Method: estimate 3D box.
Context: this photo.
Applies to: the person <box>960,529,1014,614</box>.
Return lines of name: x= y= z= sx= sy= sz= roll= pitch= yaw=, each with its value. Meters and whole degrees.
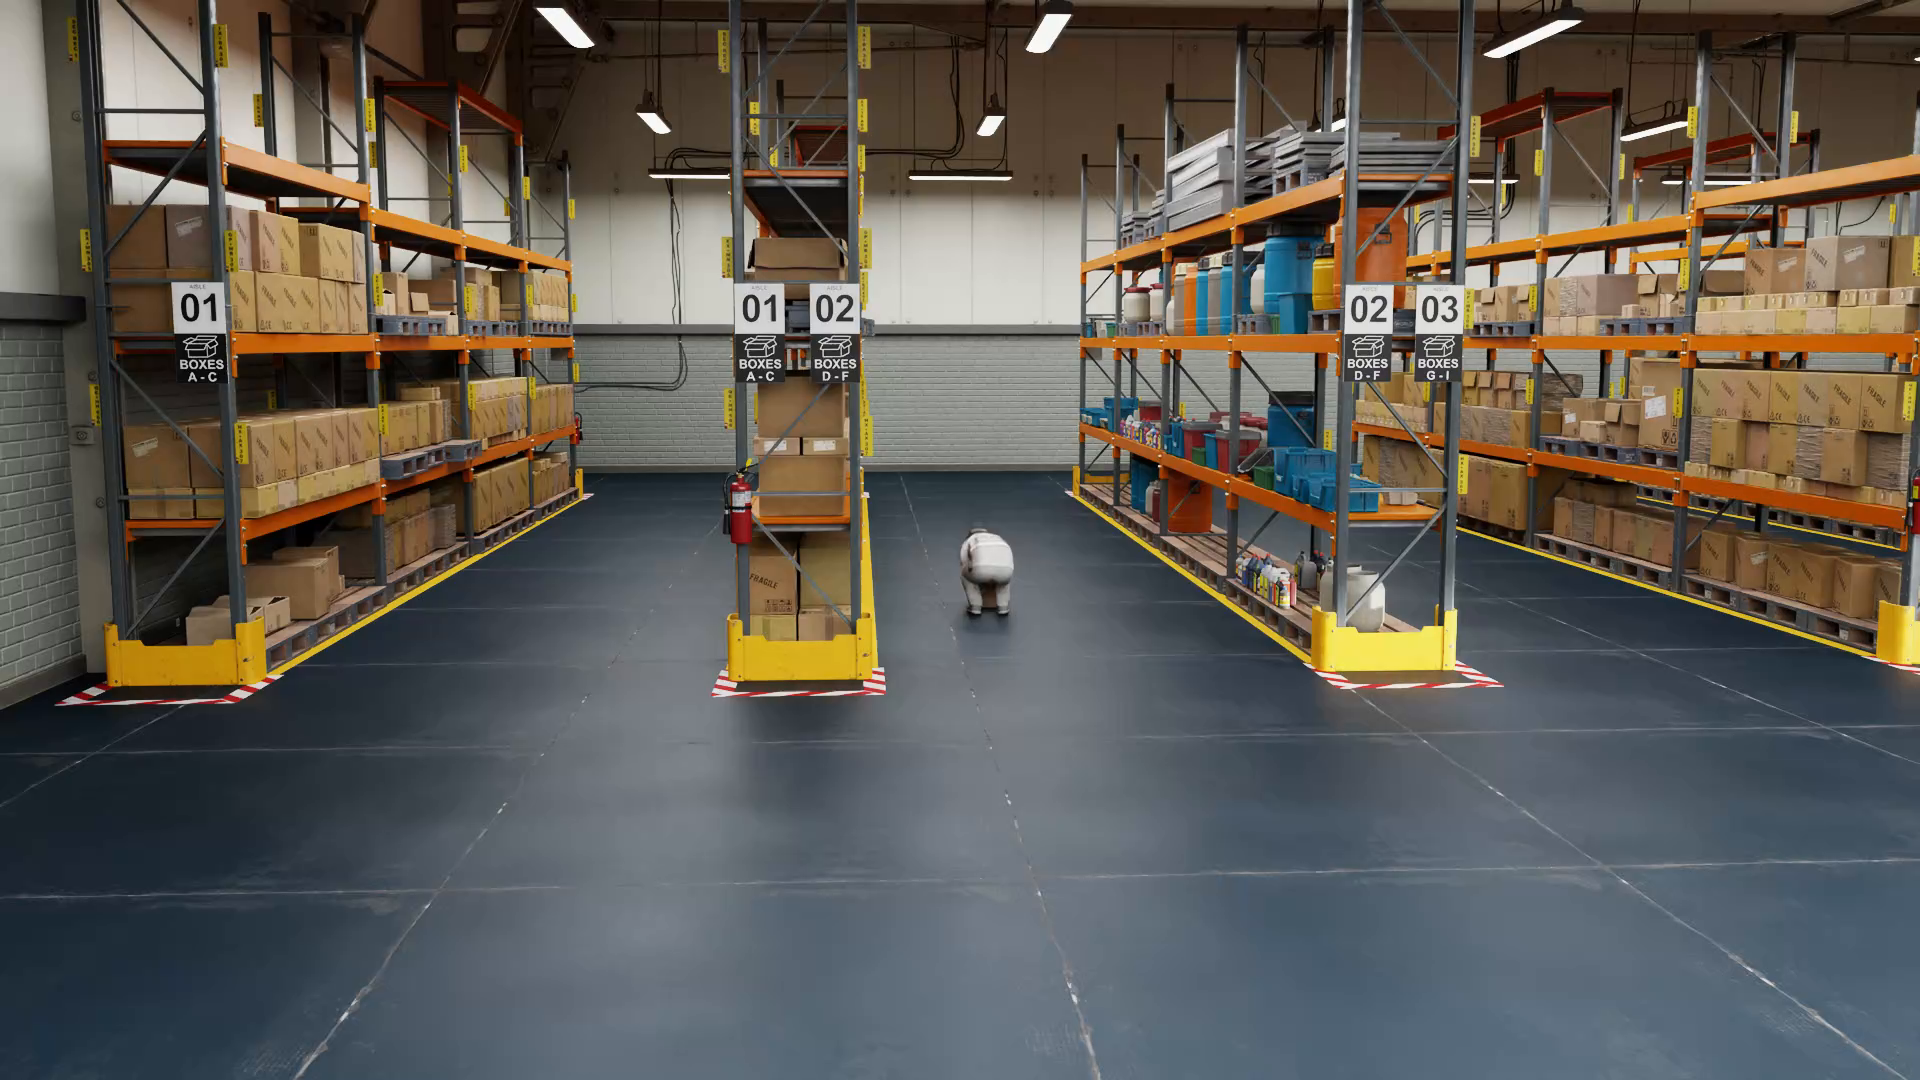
person: x=0.271 y=0.333 z=17.022 sx=0.527 sy=0.822 sz=1.019 roll=-1 pitch=7 yaw=-5
